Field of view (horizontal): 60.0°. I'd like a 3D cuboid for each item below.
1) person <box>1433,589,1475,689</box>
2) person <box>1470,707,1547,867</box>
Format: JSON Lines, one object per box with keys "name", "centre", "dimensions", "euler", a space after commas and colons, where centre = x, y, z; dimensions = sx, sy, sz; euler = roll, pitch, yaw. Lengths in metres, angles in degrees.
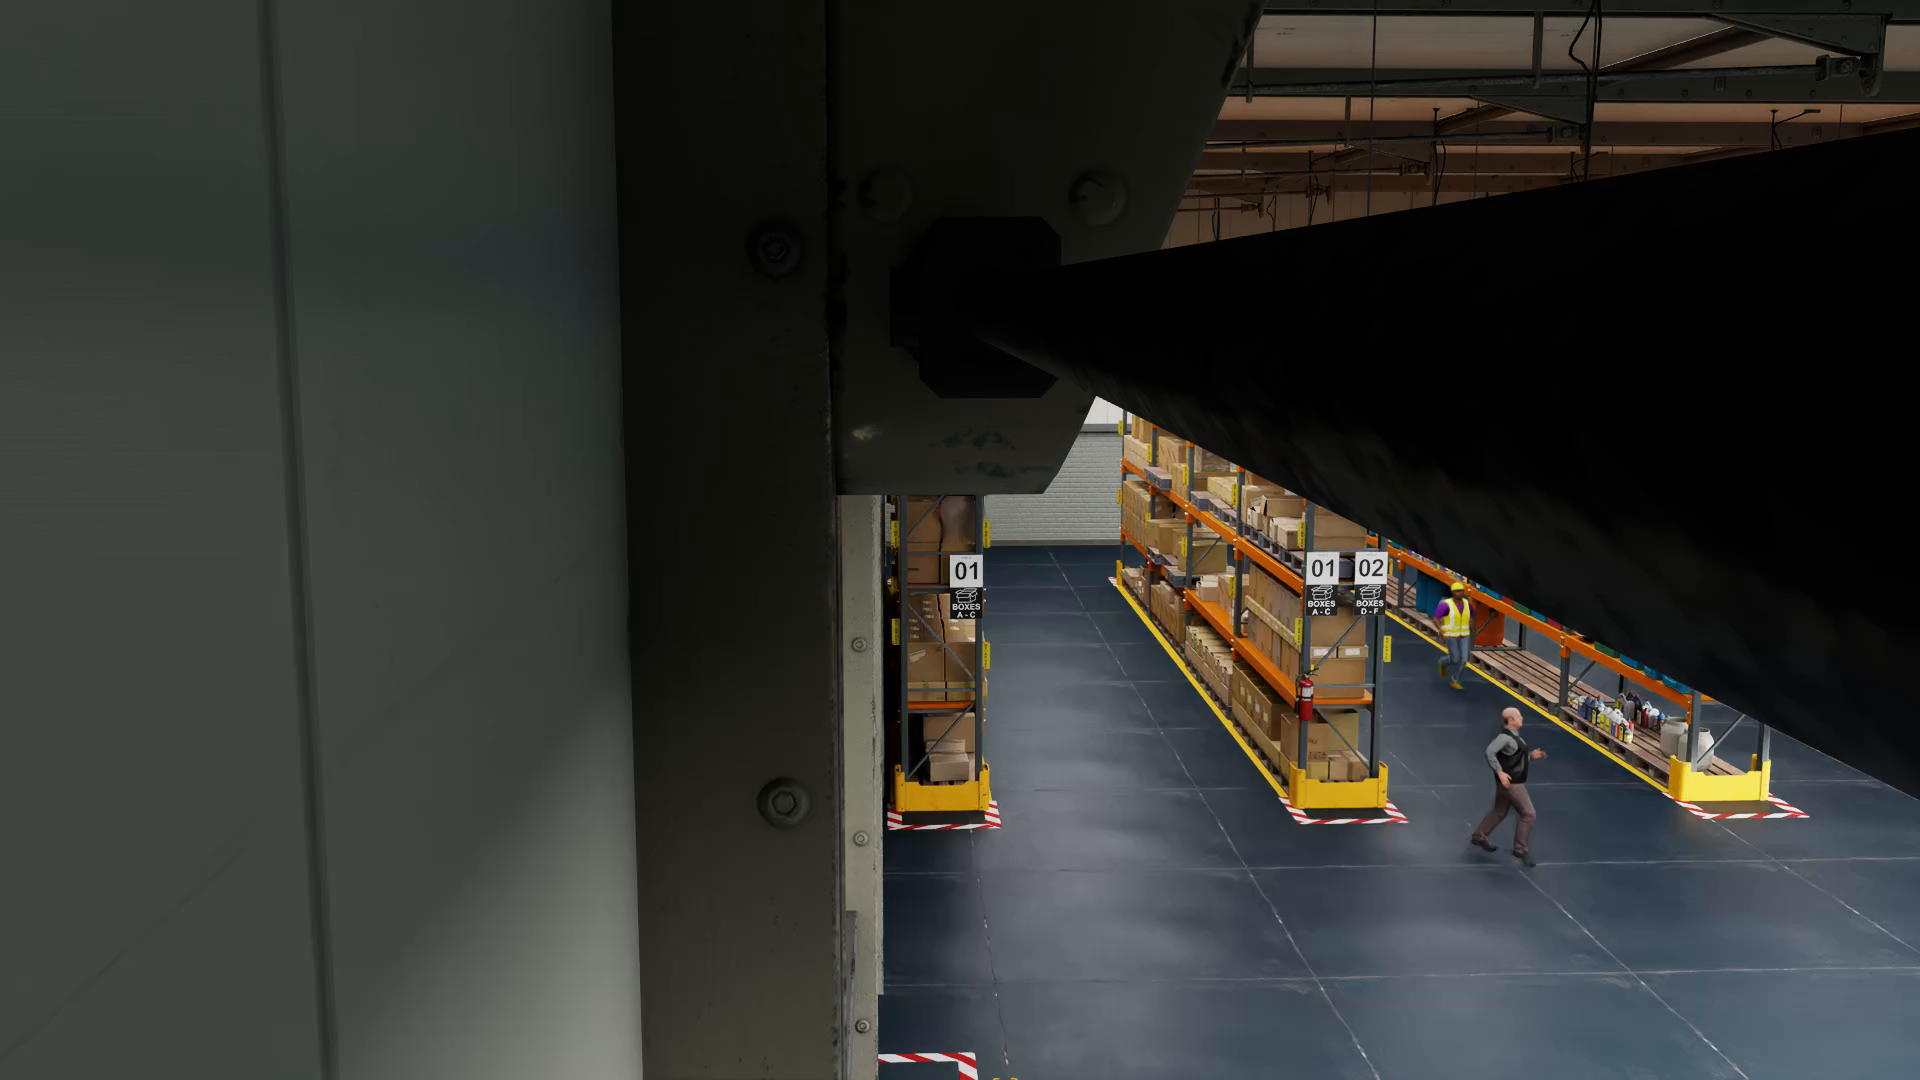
{"name": "person", "centre": [8.005, 1.550, 26.884], "dimensions": [0.702, 1.684, 0.589], "euler": [-2, 9, -10]}
{"name": "person", "centre": [6.151, 2.751, 18.634], "dimensions": [0.772, 1.781, 0.627], "euler": [3, 9, 18]}
